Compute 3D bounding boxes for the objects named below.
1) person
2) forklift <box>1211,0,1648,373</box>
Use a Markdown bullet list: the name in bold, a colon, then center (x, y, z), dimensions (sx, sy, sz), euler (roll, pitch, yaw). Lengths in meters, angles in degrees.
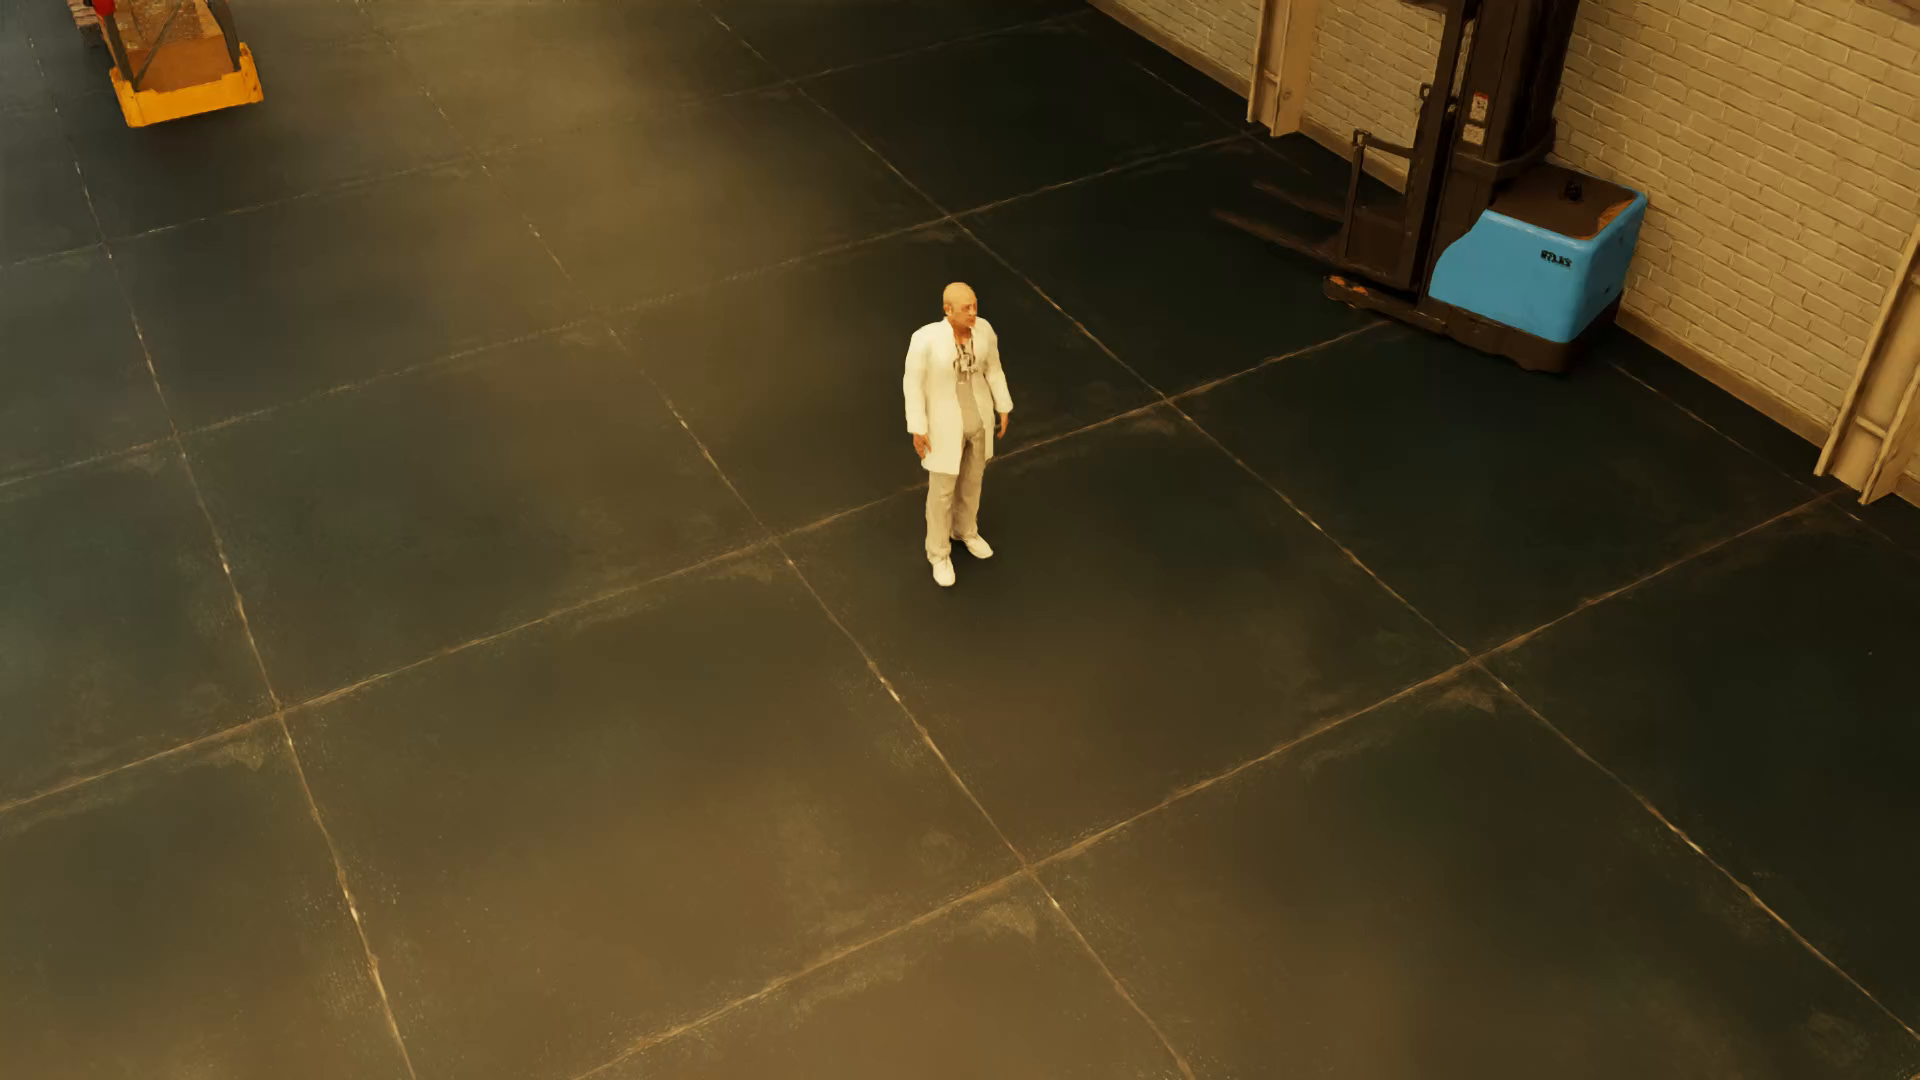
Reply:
- **person**: center (0.042, -0.638, 9.698), dimensions (0.694, 1.776, 0.579), euler (-20, 44, -23)
- **forklift**: center (3.347, -3.087, 11.758), dimensions (3.031, 2.935, 1.130), euler (28, 47, 30)
